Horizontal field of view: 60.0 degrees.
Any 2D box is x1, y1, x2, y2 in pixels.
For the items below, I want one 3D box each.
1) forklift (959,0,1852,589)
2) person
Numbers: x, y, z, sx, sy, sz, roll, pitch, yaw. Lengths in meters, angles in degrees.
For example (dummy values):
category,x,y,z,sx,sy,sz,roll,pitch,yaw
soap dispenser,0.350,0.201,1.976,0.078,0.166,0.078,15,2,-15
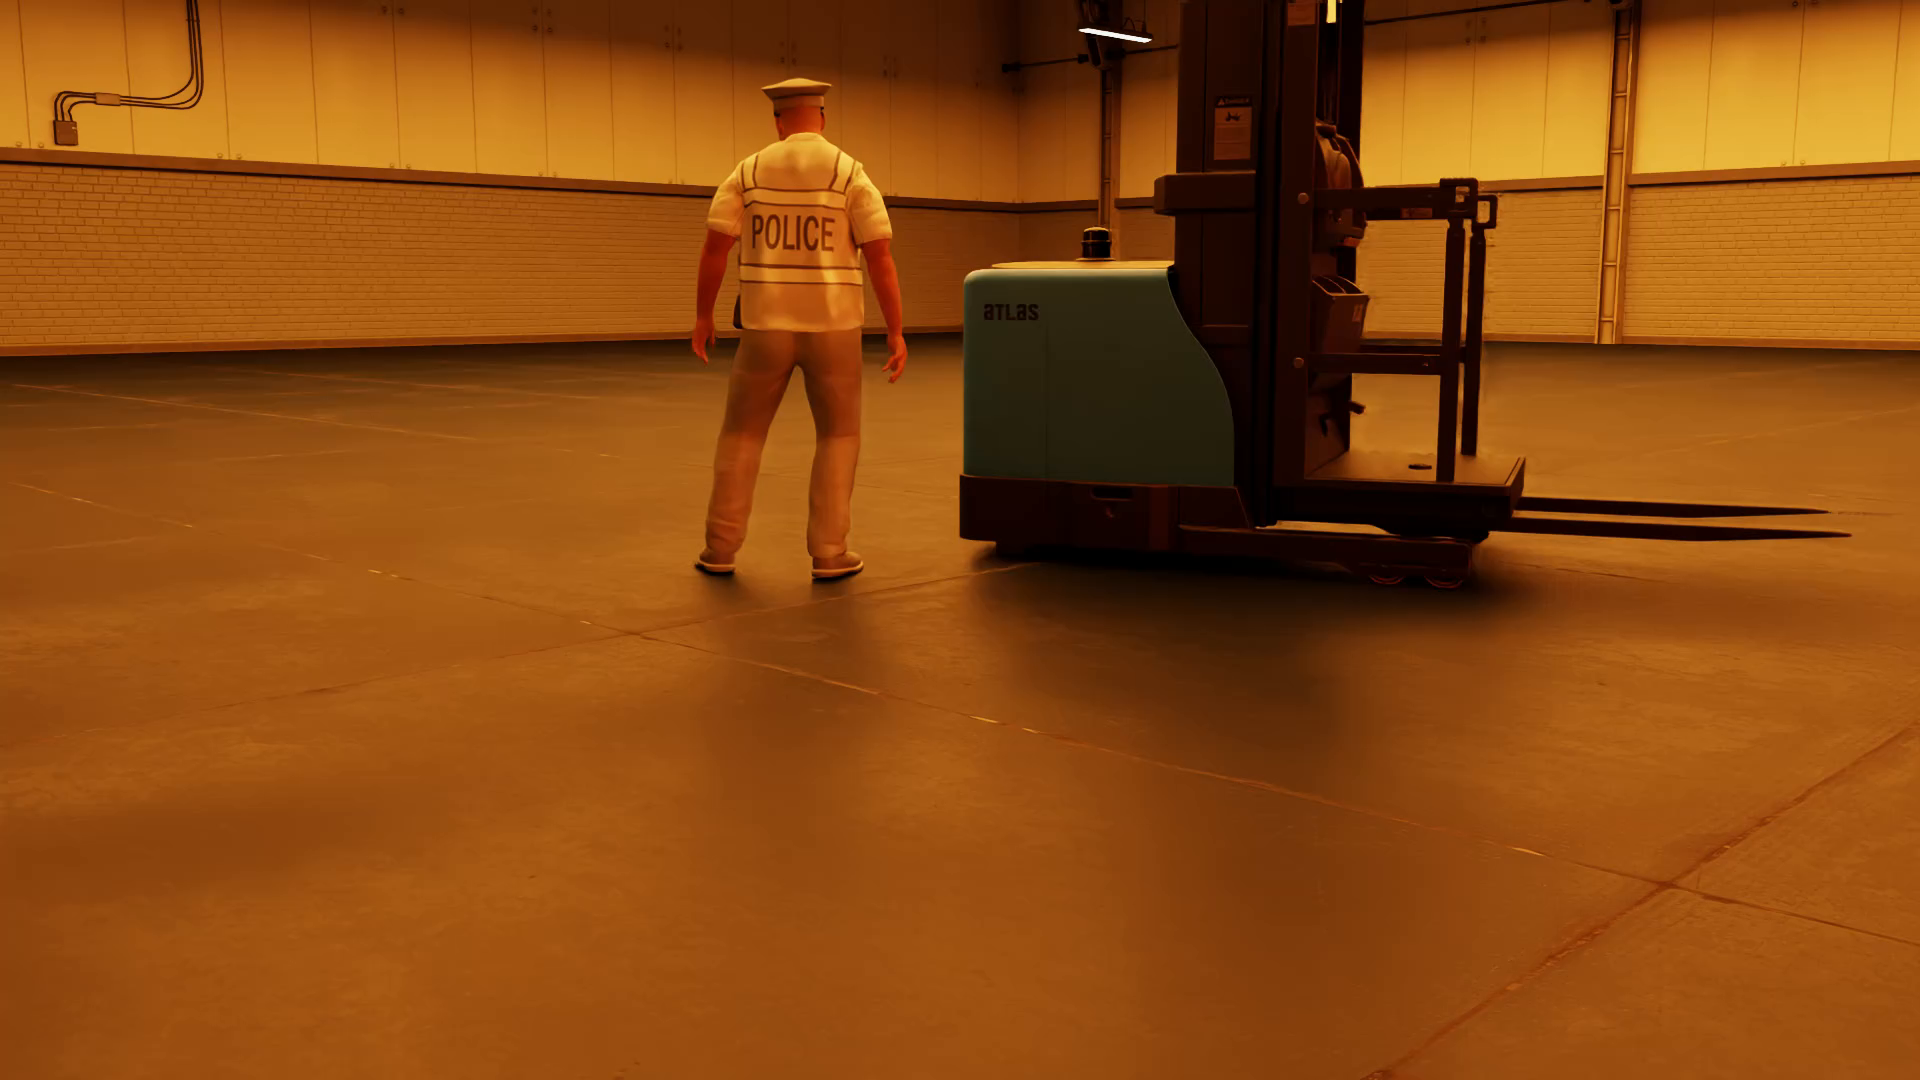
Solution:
category,x,y,z,sx,sy,sz,roll,pitch,yaw
forklift,1.569,-1.374,5.995,3.031,2.935,1.130,3,9,21
person,-0.573,-0.738,5.834,0.787,1.725,0.440,0,9,3
